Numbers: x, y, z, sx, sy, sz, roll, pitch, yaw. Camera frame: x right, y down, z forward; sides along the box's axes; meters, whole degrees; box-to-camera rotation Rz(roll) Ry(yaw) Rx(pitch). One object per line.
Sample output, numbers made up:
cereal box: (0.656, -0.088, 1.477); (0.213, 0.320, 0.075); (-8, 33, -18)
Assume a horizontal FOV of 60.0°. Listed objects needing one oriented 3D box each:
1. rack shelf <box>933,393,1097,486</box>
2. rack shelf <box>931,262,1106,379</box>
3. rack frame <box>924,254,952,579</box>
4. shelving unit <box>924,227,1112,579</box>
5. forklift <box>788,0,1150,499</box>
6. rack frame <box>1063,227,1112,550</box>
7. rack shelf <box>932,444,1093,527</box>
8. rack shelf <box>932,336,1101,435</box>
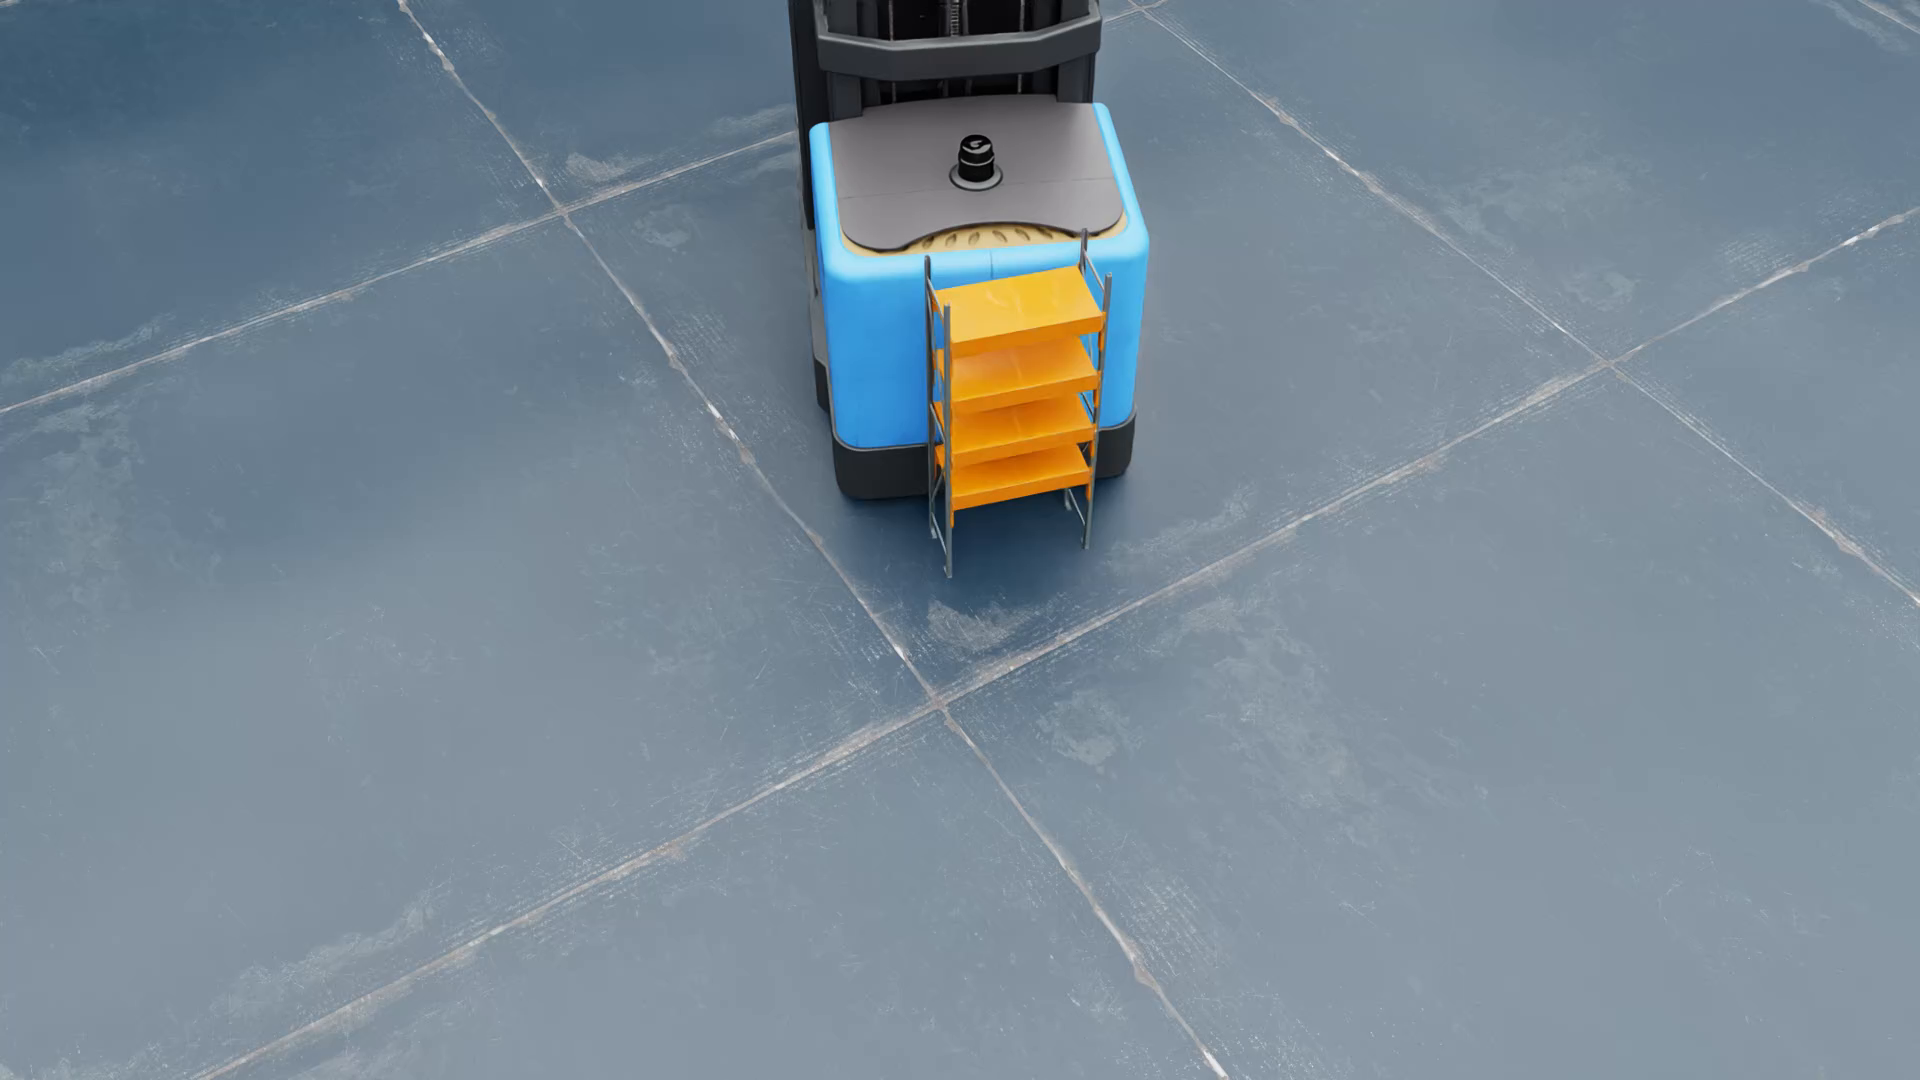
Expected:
rack shelf: (0.169, -0.359, 5.356); (0.480, 0.148, 0.258); (-12, 49, -10)
rack shelf: (0.169, -0.665, 5.012); (0.480, 0.148, 0.258); (-12, 49, -10)
rack frame: (-0.066, -0.354, 5.262); (0.015, 1.200, 0.240); (-12, 49, -10)
shelving unit: (0.169, -0.403, 5.306); (0.503, 1.200, 0.258); (-12, 49, -10)
forklift: (-0.087, -2.230, 5.773); (1.130, 2.935, 3.031); (-5, 49, -5)
rack frame: (0.404, -0.452, 5.349); (0.015, 1.200, 0.240); (-12, 49, -10)
rack shelf: (0.169, -0.227, 5.504); (0.480, 0.148, 0.258); (-12, 49, -10)
rack shelf: (0.169, -0.507, 5.189); (0.480, 0.148, 0.258); (-12, 49, -10)
